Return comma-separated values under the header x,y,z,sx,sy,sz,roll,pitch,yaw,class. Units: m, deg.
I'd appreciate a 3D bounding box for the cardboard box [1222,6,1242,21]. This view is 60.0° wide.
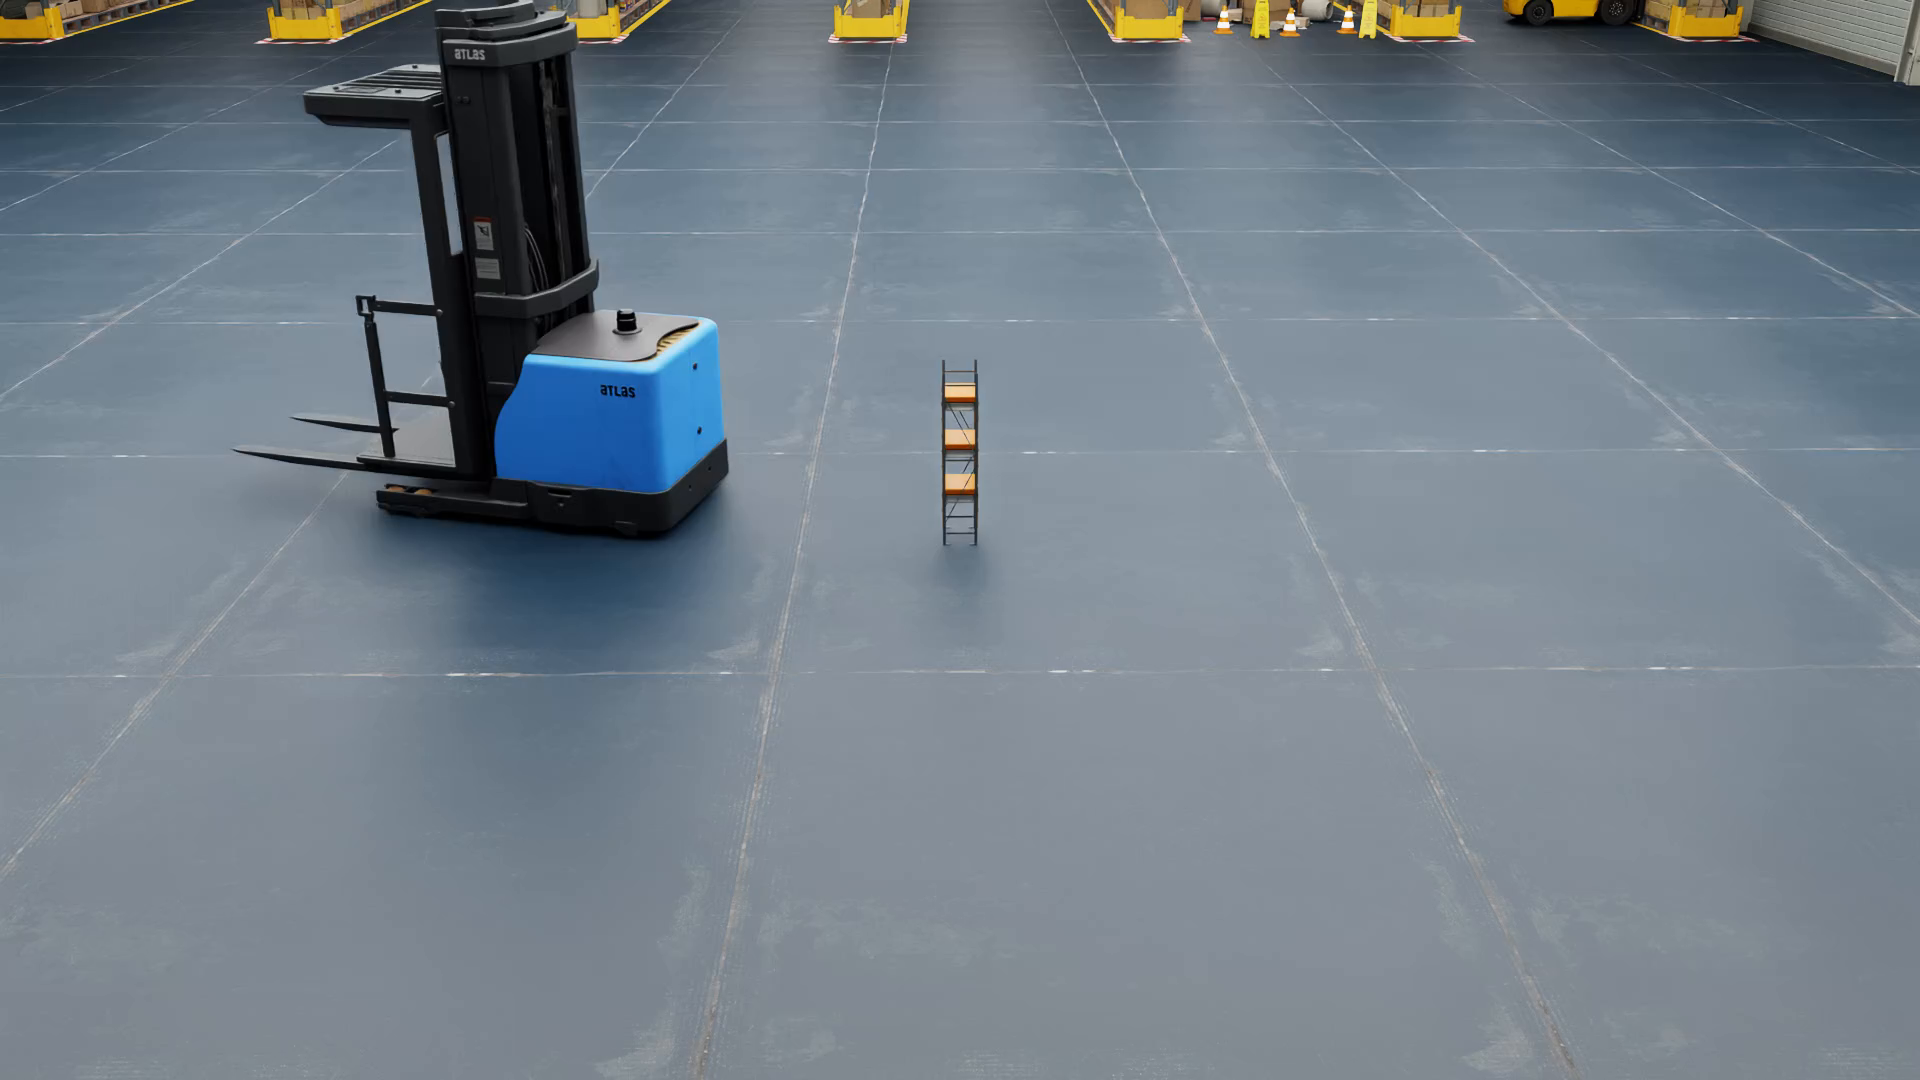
x,y,z,sx,sy,sz,roll,pitch,yaw,class
5.147,-9.987,31.510,0.396,0.266,0.258,4,25,9,cardboard box

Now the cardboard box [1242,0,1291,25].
x,y,z,sx,sy,sz,roll,pitch,yaw,class
5.728,-9.924,31.081,0.797,0.503,0.637,-19,31,-36,cardboard box

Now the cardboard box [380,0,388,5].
x,y,z,sx,sy,sz,roll,pitch,yaw,class
-11.361,-10.452,32.046,0.500,0.250,0.500,0,24,-1,cardboard box

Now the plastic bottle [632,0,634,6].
x,y,z,sx,sy,sz,roll,pitch,yaw,class
-6.328,-10.346,31.758,0.152,0.276,0.135,0,24,0,plastic bottle

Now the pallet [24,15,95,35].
x,y,z,sx,sy,sz,roll,pitch,yaw,class
-16.464,-9.333,30.130,1.003,0.211,1.213,0,24,-1,pallet

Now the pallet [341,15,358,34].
x,y,z,sx,sy,sz,roll,pitch,yaw,class
-11.587,-9.306,30.069,1.003,0.211,1.213,0,24,-1,pallet

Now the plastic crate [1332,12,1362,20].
x,y,z,sx,sy,sz,roll,pitch,yaw,class
7.432,-10.016,31.799,0.402,0.080,0.583,-9,26,-19,plastic crate

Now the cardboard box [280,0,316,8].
x,y,z,sx,sy,sz,roll,pitch,yaw,class
-11.840,-9.761,29.609,0.500,0.500,0.500,0,24,-1,cardboard box

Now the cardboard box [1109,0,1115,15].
x,y,z,sx,sy,sz,roll,pitch,yaw,class
3.245,-10.150,30.620,0.875,0.875,0.875,-1,24,-1,cardboard box

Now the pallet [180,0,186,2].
x,y,z,sx,sy,sz,roll,pitch,yaw,class
-16.560,-11.440,34.788,1.003,0.211,1.213,0,24,-1,pallet

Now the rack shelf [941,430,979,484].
x,y,z,sx,sy,sz,roll,pitch,yaw,class
-0.001,-0.491,9.587,0.215,0.259,0.240,0,24,-1,rack shelf

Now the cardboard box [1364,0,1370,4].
x,y,z,sx,sy,sz,roll,pitch,yaw,class
7.997,-10.253,31.606,0.500,0.250,0.500,-1,24,-1,cardboard box

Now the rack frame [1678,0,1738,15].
x,y,z,sx,sy,sz,roll,pitch,yaw,class
13.242,-10.373,29.044,1.000,3.000,0.127,0,24,-1,rack frame

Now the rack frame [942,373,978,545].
x,y,z,sx,sy,sz,roll,pitch,yaw,class
0.001,-0.450,9.471,0.200,1.050,0.008,0,24,-1,rack frame

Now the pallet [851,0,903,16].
x,y,z,sx,sy,sz,roll,pitch,yaw,class
-1.632,-10.405,32.500,1.003,0.211,1.213,0,24,-1,pallet

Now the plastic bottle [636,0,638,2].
x,y,z,sx,sy,sz,roll,pitch,yaw,class
-6.330,-10.580,32.185,0.144,0.351,0.185,-1,24,-3,plastic bottle

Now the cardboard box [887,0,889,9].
x,y,z,sx,sy,sz,roll,pitch,yaw,class
-1.611,-10.348,31.514,0.500,0.500,0.500,-2,24,-5,cardboard box

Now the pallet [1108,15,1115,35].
x,y,z,sx,sy,sz,roll,pitch,yaw,class
3.243,-9.343,30.153,1.003,0.211,1.213,0,24,-1,pallet

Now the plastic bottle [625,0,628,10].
x,y,z,sx,sy,sz,roll,pitch,yaw,class
-6.276,-10.087,31.174,0.061,0.283,0.133,0,24,0,plastic bottle

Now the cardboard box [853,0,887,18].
x,y,z,sx,sy,sz,roll,pitch,yaw,class
-1.621,-9.614,29.891,0.500,0.500,0.500,4,25,9,cardboard box

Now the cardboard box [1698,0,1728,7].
x,y,z,sx,sy,sz,roll,pitch,yaw,class
13.445,-9.734,29.852,0.500,0.250,0.500,0,24,0,cardboard box

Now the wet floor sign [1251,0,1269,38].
x,y,z,sx,sy,sz,roll,pitch,yaw,class
5.310,-9.209,29.329,0.267,0.644,0.232,-4,25,-10,wet floor sign

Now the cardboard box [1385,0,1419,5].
x,y,z,sx,sy,sz,roll,pitch,yaw,class
8.009,-9.958,30.044,0.500,0.500,0.500,0,24,0,cardboard box

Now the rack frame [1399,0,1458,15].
x,y,z,sx,sy,sz,roll,pitch,yaw,class
8.279,-10.349,28.991,1.000,3.000,0.127,0,24,-1,rack frame

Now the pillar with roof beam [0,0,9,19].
x,y,z,sx,sy,sz,roll,pitch,yaw,class
-13.058,-13.275,28.181,9.100,9.000,0.400,0,24,-1,pillar with roof beam

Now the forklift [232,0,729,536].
x,y,z,sx,sy,sz,roll,pitch,yaw,class
-3.037,-1.676,9.898,3.031,2.935,1.130,6,25,14,forklift

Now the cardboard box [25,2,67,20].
x,y,z,sx,sy,sz,roll,pitch,yaw,class
-16.407,-9.498,29.840,0.500,0.311,0.500,-3,25,-7,cardboard box

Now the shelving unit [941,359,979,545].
x,y,z,sx,sy,sz,roll,pitch,yaw,class
-0.001,-0.500,9.582,0.215,1.050,0.252,0,24,-1,shelving unit

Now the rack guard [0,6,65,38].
x,y,z,sx,sy,sz,roll,pitch,yaw,class
-16.491,-9.130,29.330,1.175,0.500,0.348,0,24,-1,rack guard

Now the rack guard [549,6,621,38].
x,y,z,sx,sy,sz,roll,pitch,yaw,class
-6.631,-9.174,29.428,1.175,0.500,0.348,0,24,-1,rack guard

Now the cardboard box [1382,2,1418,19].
x,y,z,sx,sy,sz,roll,pitch,yaw,class
8.001,-9.629,30.227,0.500,0.250,0.500,0,24,-1,cardboard box

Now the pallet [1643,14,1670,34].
x,y,z,sx,sy,sz,roll,pitch,yaw,class
13.192,-9.417,30.315,1.003,0.211,1.213,0,24,-1,pallet

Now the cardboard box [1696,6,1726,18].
x,y,z,sx,sy,sz,roll,pitch,yaw,class
13.432,-9.514,29.974,0.500,0.250,0.500,0,24,0,cardboard box

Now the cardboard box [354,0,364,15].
x,y,z,sx,sy,sz,roll,pitch,yaw,class
-11.334,-9.834,30.680,0.500,0.250,0.500,0,24,-1,cardboard box

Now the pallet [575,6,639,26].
x,y,z,sx,sy,sz,roll,pitch,yaw,class
-6.645,-9.879,31.336,1.003,0.211,1.213,0,24,-1,pallet

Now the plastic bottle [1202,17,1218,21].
x,y,z,sx,sy,sz,roll,pitch,yaw,class
4.729,-9.859,31.474,0.283,0.061,0.133,-9,26,-19,plastic bottle

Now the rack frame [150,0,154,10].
x,y,z,sx,sy,sz,roll,pitch,yaw,class
-16.533,-11.886,32.390,1.000,3.000,0.127,0,24,-1,rack frame

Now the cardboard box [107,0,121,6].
x,y,z,sx,sy,sz,roll,pitch,yaw,class
-16.482,-10.520,31.869,0.500,0.500,0.500,-2,24,-5,cardboard box

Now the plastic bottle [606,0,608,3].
x,y,z,sx,sy,sz,roll,pitch,yaw,class
-6.889,-10.590,32.205,0.144,0.351,0.185,0,24,-1,plastic bottle

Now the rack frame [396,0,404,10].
x,y,z,sx,sy,sz,roll,pitch,yaw,class
-11.580,-11.909,32.442,1.000,3.000,0.127,0,24,-1,rack frame

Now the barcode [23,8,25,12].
x,y,z,sx,sy,sz,roll,pitch,yaw,class
-16.807,-9.508,29.851,0.001,0.075,0.075,0,24,-1,barcode

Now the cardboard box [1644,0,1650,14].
x,y,z,sx,sy,sz,roll,pitch,yaw,class
12.929,-9.914,30.858,0.500,0.250,0.500,0,24,0,cardboard box

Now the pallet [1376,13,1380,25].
x,y,z,sx,sy,sz,roll,pitch,yaw,class
8.294,-9.946,31.485,1.003,0.211,1.213,0,24,-1,pallet
